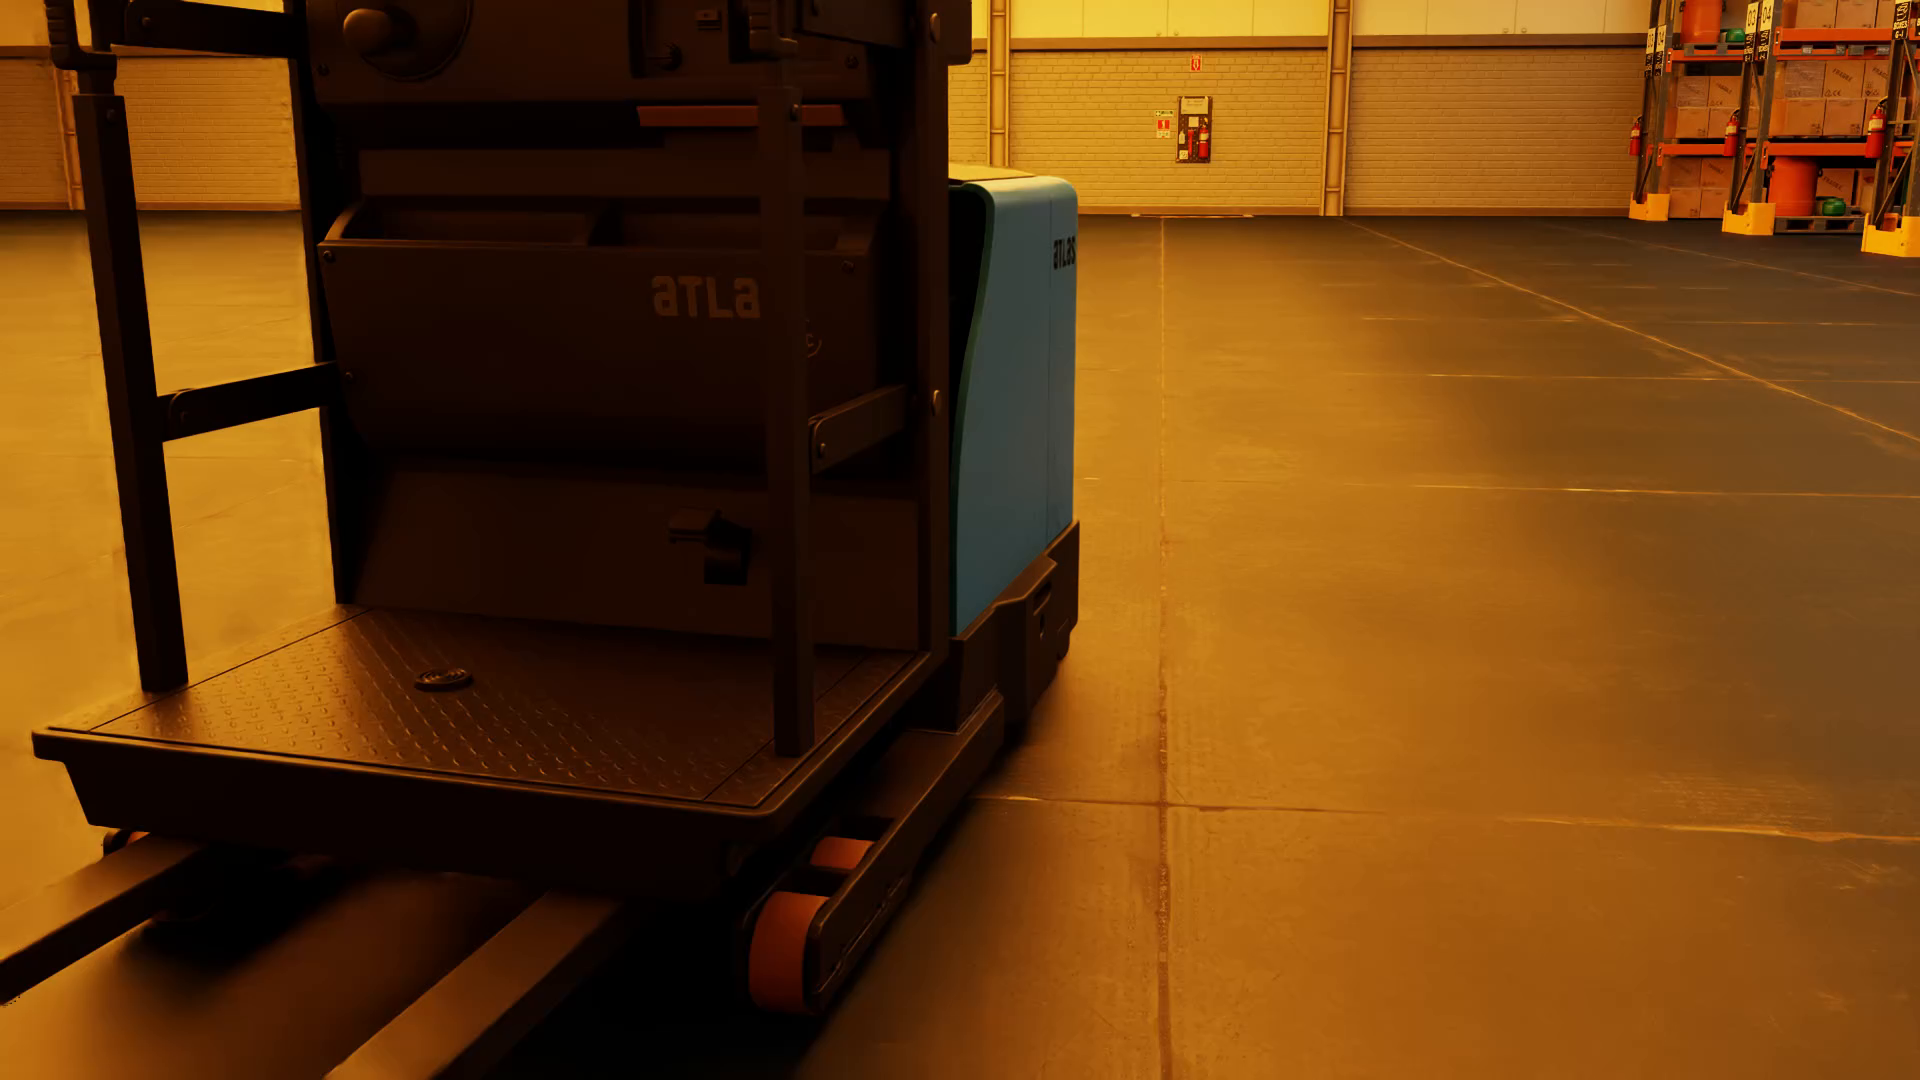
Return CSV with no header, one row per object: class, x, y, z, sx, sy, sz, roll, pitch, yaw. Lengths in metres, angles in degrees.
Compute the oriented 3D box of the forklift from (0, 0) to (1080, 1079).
forklift,-0.621,-0.888,2.309,1.130,2.935,3.031,4,14,15
